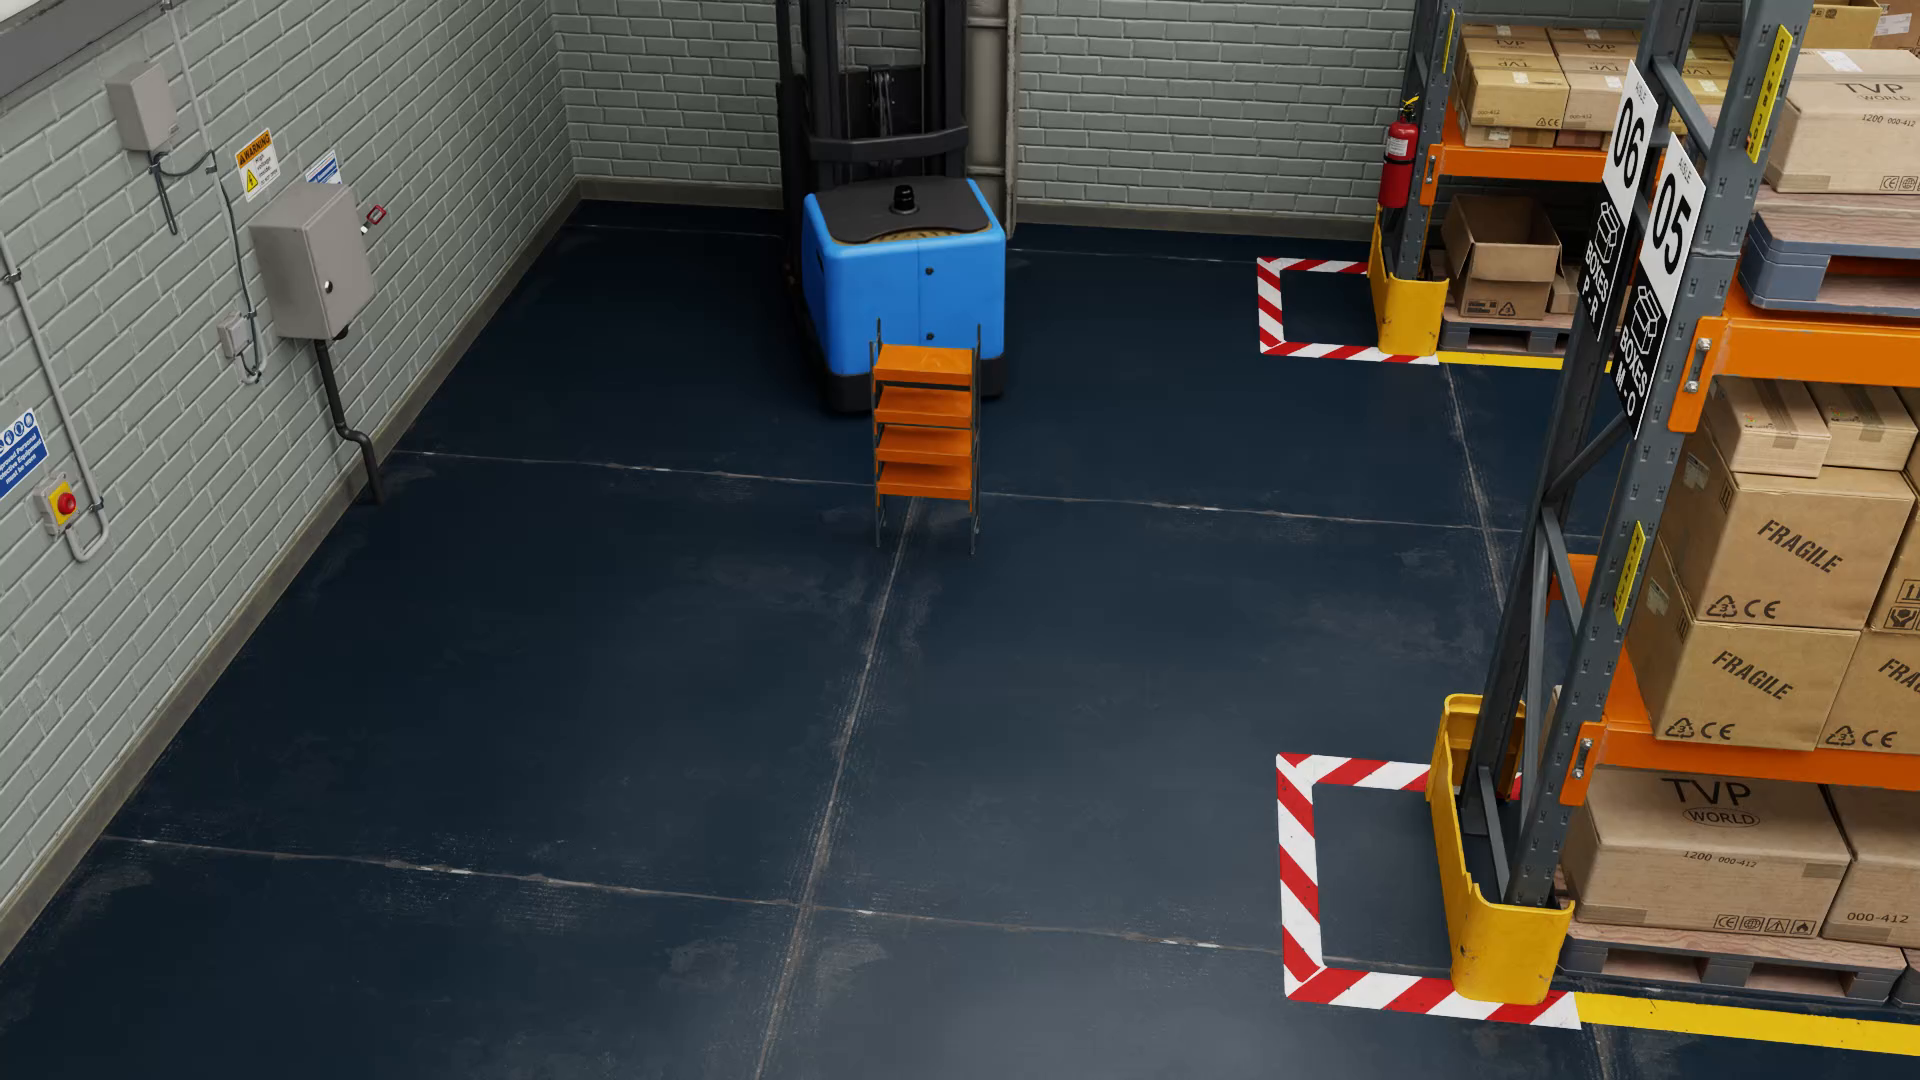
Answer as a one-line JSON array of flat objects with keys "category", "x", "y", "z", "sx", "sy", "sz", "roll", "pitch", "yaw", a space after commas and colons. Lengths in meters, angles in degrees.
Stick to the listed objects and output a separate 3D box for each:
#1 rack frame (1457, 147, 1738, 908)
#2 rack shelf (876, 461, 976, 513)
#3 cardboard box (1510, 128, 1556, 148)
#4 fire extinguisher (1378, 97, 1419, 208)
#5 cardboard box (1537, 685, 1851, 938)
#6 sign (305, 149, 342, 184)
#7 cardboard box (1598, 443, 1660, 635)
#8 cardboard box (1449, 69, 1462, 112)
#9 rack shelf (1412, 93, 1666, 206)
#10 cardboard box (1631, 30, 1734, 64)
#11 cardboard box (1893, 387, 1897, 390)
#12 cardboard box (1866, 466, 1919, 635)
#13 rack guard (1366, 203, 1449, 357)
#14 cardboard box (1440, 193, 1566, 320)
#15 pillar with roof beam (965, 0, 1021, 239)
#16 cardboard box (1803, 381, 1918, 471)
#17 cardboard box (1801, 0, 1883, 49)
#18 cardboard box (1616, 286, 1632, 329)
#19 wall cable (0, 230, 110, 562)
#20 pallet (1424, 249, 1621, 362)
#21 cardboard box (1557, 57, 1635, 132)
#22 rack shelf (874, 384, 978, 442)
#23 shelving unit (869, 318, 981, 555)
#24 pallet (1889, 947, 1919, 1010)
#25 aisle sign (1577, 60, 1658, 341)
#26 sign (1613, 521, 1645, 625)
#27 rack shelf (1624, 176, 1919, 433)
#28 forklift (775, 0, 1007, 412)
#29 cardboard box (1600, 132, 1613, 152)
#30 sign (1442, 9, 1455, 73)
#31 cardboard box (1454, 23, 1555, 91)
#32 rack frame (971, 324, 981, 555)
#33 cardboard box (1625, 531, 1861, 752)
[{"category": "rack frame", "x": 2.115, "y": 0.167, "z": 5.791, "sx": 0.127, "sy": 3.000, "sz": 1.000, "roll": 4, "pitch": 36, "yaw": 6}, {"category": "rack shelf", "x": -0.164, "y": -0.284, "z": 8.430, "sx": 0.480, "sy": 0.148, "sz": 0.258, "roll": 4, "pitch": 36, "yaw": 6}, {"category": "cardboard box", "x": 3.292, "y": -2.416, "z": 9.627, "sx": 0.250, "sy": 0.149, "sz": 0.380, "roll": 5, "pitch": 36, "yaw": 7}, {"category": "fire extinguisher", "x": 2.538, "y": -2.254, "z": 9.571, "sx": 0.183, "sy": 0.674, "sz": 0.296, "roll": 4, "pitch": 36, "yaw": 6}, {"category": "cardboard box", "x": 2.782, "y": 1.030, "z": 6.425, "sx": 0.875, "sy": 0.438, "sz": 0.875, "roll": 3, "pitch": 36, "yaw": 4}, {"category": "sign", "x": -3.211, "y": -1.697, "z": 8.485, "sx": 0.001, "sy": 0.494, "sz": 0.329, "roll": 4, "pitch": 36, "yaw": 6}, {"category": "cardboard box", "x": 2.627, "y": 0.010, "z": 5.925, "sx": 0.500, "sy": 0.500, "sz": 0.500, "roll": 4, "pitch": 36, "yaw": 6}, {"category": "cardboard box", "x": 3.106, "y": -2.721, "z": 10.054, "sx": 0.250, "sy": 0.149, "sz": 0.380, "roll": 4, "pitch": 36, "yaw": 5}, {"category": "rack shelf", "x": 4.727, "y": -2.252, "z": 9.800, "sx": 4.000, "sy": 0.370, "sz": 1.077, "roll": 4, "pitch": 36, "yaw": 6}, {"category": "cardboard box", "x": 4.235, "y": -2.794, "z": 9.812, "sx": 0.500, "sy": 0.250, "sz": 0.500, "roll": 5, "pitch": 36, "yaw": 7}, {"category": "cardboard box", "x": 3.145, "y": -0.360, "z": 5.583, "sx": 0.500, "sy": 0.500, "sz": 0.500, "roll": 4, "pitch": 36, "yaw": 6}, {"category": "cardboard box", "x": 3.068, "y": -0.047, "z": 5.143, "sx": 0.500, "sy": 0.500, "sz": 0.500, "roll": 3, "pitch": 36, "yaw": 5}, {"category": "rack guard", "x": 2.819, "y": -1.670, "z": 10.517, "sx": 0.348, "sy": 0.500, "sz": 1.175, "roll": 4, "pitch": 36, "yaw": 6}, {"category": "cardboard box", "x": 3.338, "y": -1.748, "z": 10.262, "sx": 0.637, "sy": 0.503, "sz": 0.797, "roll": 3, "pitch": 36, "yaw": 4}, {"category": "pillar with roof beam", "x": -0.365, "y": -3.373, "z": 5.587, "sx": 0.400, "sy": 9.000, "sz": 9.100, "roll": 4, "pitch": 36, "yaw": 6}, {"category": "cardboard box", "x": 2.701, "y": -0.380, "z": 5.053, "sx": 0.250, "sy": 0.149, "sz": 0.380, "roll": 5, "pitch": 36, "yaw": 7}, {"category": "cardboard box", "x": 4.647, "y": -2.759, "z": 9.118, "sx": 0.500, "sy": 0.500, "sz": 0.500, "roll": 5, "pitch": 36, "yaw": 7}, {"category": "cardboard box", "x": 4.181, "y": -1.661, "z": 10.142, "sx": 0.500, "sy": 0.500, "sz": 0.700, "roll": 6, "pitch": 36, "yaw": 8}, {"category": "wall cable", "x": -3.481, "y": -0.663, "z": 6.052, "sx": 0.123, "sy": 1.953, "sz": 0.585, "roll": 4, "pitch": 36, "yaw": 6}, {"category": "pallet", "x": 3.609, "y": -1.494, "z": 10.519, "sx": 1.213, "sy": 0.211, "sz": 1.003, "roll": 4, "pitch": 36, "yaw": 6}, {"category": "cardboard box", "x": 3.659, "y": -2.527, "z": 9.439, "sx": 0.500, "sy": 0.250, "sz": 0.500, "roll": 5, "pitch": 36, "yaw": 6}, {"category": "rack shelf", "x": -0.164, "y": -0.628, "z": 8.185, "sx": 0.480, "sy": 0.148, "sz": 0.258, "roll": 4, "pitch": 36, "yaw": 6}, {"category": "shelving unit", "x": -0.164, "y": -0.501, "z": 8.276, "sx": 0.503, "sy": 1.200, "sz": 0.258, "roll": 4, "pitch": 36, "yaw": 6}, {"category": "pallet", "x": 4.124, "y": 1.408, "z": 6.452, "sx": 1.213, "sy": 0.211, "sz": 1.003, "roll": 4, "pitch": 36, "yaw": 6}, {"category": "aisle sign", "x": 2.083, "y": -1.075, "z": 5.293, "sx": 0.004, "sy": 0.787, "sz": 0.394, "roll": 4, "pitch": 36, "yaw": 6}, {"category": "sign", "x": 2.038, "y": 0.102, "z": 5.069, "sx": 0.005, "sy": 0.325, "sz": 0.100, "roll": 4, "pitch": 36, "yaw": 6}, {"category": "rack shelf", "x": 4.098, "y": -0.613, "z": 4.921, "sx": 4.000, "sy": 0.370, "sz": 1.077, "roll": 4, "pitch": 36, "yaw": 6}, {"category": "forklift", "x": -0.564, "y": -2.777, "z": 9.975, "sx": 1.130, "sy": 2.935, "sz": 3.031, "roll": -8, "pitch": 36, "yaw": -11}, {"category": "cardboard box", "x": 3.800, "y": -2.363, "z": 9.552, "sx": 0.250, "sy": 0.149, "sz": 0.380, "roll": 5, "pitch": 36, "yaw": 7}, {"category": "sign", "x": 2.674, "y": -2.733, "z": 9.109, "sx": 0.005, "sy": 0.325, "sz": 0.100, "roll": 4, "pitch": 36, "yaw": 6}, {"category": "cardboard box", "x": 3.233, "y": -2.872, "z": 9.922, "sx": 0.500, "sy": 0.250, "sz": 0.500, "roll": 5, "pitch": 36, "yaw": 7}, {"category": "rack frame", "x": 0.078, "y": -0.483, "z": 8.250, "sx": 0.015, "sy": 1.200, "sz": 0.240, "roll": 4, "pitch": 36, "yaw": 6}, {"category": "cardboard box", "x": 2.554, "y": 0.328, "z": 5.480, "sx": 0.500, "sy": 0.500, "sz": 0.500, "roll": 4, "pitch": 36, "yaw": 6}]
